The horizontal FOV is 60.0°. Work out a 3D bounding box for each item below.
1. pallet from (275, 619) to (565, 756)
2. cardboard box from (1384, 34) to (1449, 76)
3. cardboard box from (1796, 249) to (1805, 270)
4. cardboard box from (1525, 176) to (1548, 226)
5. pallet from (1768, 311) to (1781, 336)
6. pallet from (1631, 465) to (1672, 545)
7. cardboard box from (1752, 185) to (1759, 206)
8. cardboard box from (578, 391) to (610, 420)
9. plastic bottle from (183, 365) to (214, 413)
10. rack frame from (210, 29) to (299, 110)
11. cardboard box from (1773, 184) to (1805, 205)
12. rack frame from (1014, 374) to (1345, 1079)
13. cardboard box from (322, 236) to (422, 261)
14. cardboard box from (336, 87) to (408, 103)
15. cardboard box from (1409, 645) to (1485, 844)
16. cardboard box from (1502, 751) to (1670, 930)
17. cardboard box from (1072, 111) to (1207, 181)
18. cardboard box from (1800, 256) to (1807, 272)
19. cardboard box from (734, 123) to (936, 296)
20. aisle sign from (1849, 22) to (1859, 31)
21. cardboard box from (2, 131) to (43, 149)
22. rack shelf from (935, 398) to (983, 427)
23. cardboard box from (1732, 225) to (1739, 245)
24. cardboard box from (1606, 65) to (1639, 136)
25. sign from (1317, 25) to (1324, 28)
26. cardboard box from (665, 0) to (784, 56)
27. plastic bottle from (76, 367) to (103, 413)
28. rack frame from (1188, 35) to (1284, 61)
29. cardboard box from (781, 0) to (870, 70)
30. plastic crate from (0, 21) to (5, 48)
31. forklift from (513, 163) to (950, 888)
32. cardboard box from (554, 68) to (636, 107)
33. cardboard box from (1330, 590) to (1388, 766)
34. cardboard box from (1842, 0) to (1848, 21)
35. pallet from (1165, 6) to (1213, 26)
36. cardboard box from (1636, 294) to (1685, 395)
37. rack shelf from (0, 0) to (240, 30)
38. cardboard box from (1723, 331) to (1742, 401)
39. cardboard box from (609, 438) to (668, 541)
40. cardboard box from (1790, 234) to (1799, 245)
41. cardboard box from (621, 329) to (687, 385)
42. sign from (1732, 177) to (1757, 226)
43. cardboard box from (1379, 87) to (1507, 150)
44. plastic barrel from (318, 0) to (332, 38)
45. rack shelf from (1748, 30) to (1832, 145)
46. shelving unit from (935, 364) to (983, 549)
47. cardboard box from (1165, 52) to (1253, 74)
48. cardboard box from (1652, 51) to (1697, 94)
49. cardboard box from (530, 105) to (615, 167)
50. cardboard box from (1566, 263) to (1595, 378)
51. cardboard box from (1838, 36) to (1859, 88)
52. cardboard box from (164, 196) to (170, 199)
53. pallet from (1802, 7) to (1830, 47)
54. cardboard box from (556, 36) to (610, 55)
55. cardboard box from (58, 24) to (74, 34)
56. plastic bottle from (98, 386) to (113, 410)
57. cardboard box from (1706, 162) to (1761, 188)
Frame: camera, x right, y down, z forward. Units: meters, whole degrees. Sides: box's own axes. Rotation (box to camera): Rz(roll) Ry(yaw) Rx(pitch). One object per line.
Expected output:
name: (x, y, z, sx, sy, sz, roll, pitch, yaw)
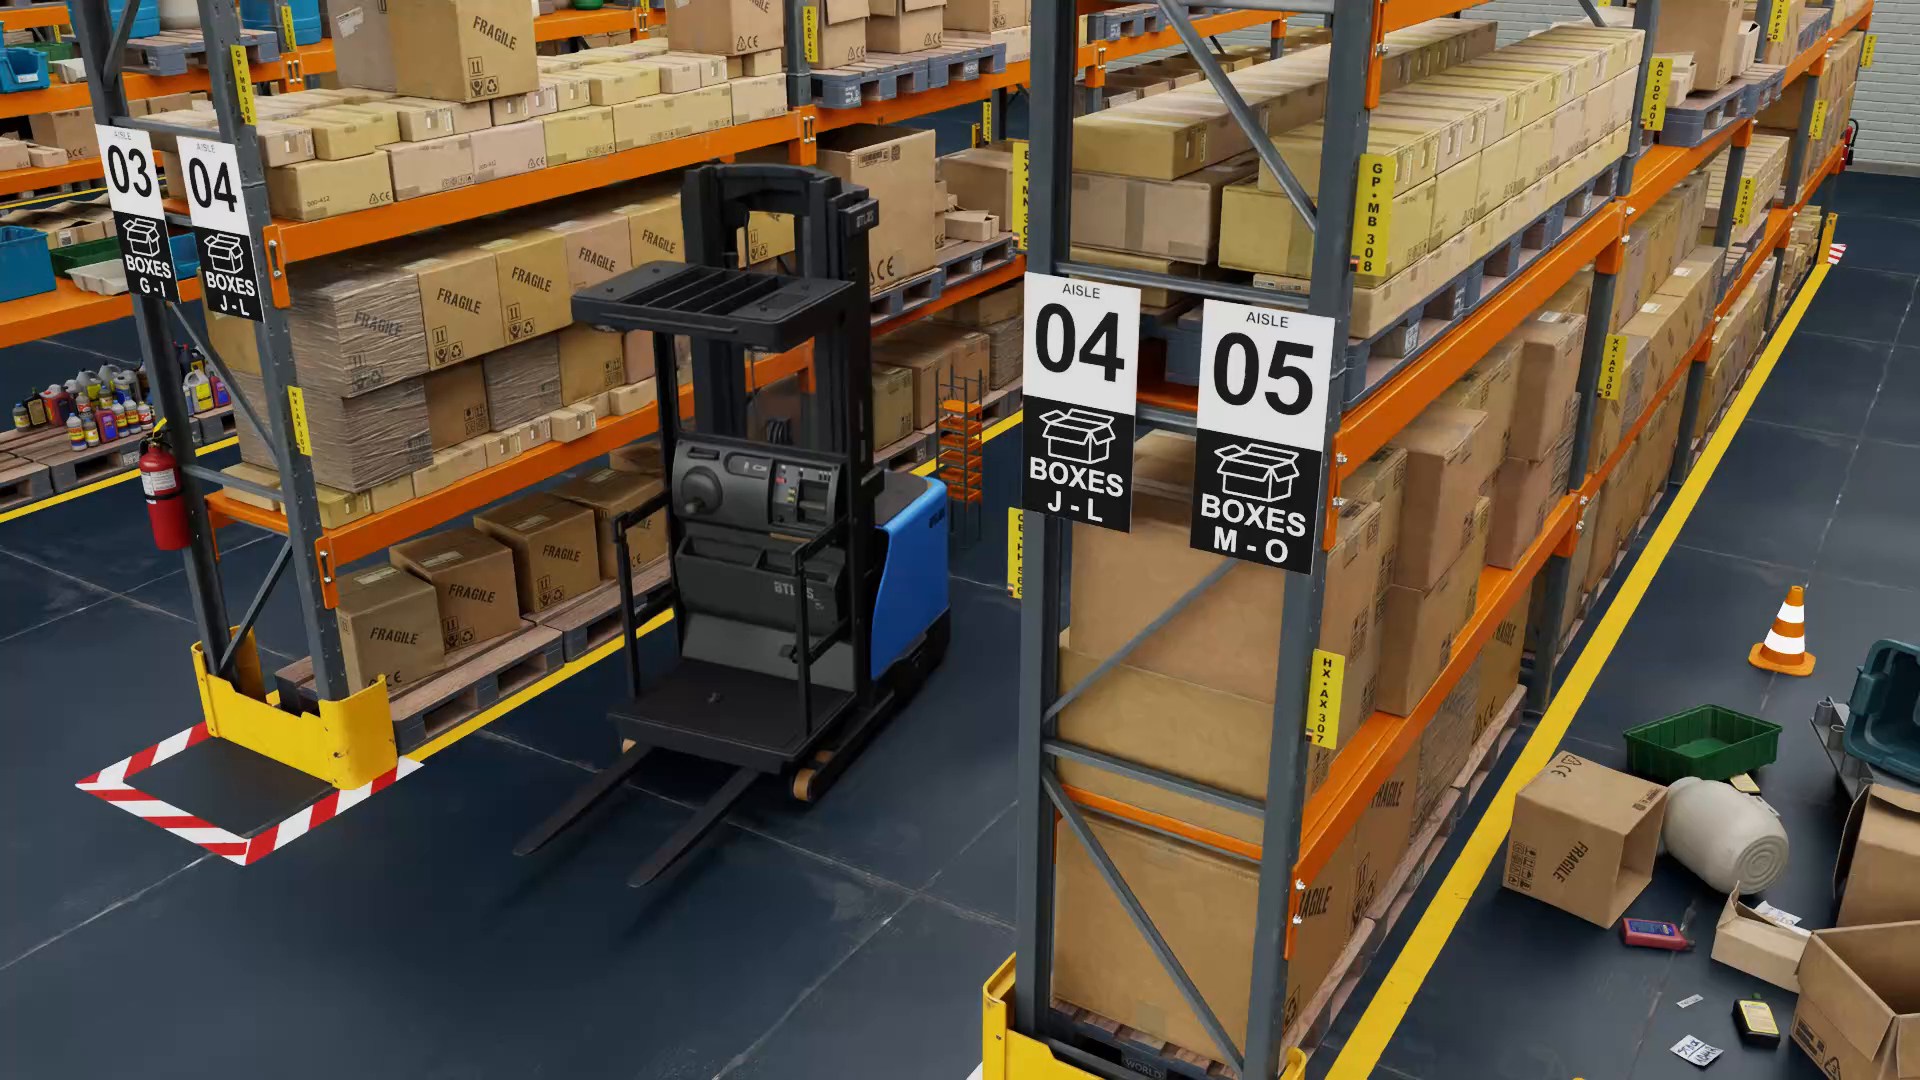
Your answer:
pallet: (-3.002, 0.723, 9.315, 1.003, 0.211, 1.213, 14, 27, 29)
cardboard box: (1.888, -2.098, 7.202, 0.380, 0.149, 0.250, 13, 27, 28)
cardboard box: (8.257, -2.839, 16.719, 0.380, 0.149, 0.250, 14, 27, 29)
cardboard box: (2.045, -1.336, 6.446, 0.380, 0.149, 0.250, 14, 27, 29)
pallet: (7.314, -2.195, 16.056, 1.003, 0.211, 1.213, 14, 27, 29)
pallet: (4.400, -0.361, 11.818, 1.003, 0.211, 1.213, 14, 27, 29)
cardboard box: (6.123, -2.753, 13.247, 0.380, 0.149, 0.250, 15, 28, 31)
cardboard box: (-2.255, -0.794, 9.624, 0.380, 0.149, 0.250, 14, 27, 29)
plastic bottle: (-5.965, -1.187, 12.997, 0.144, 0.351, 0.185, 14, 27, 29)
rack frame: (-5.598, -2.652, 13.601, 1.000, 3.000, 0.127, 14, 27, 29)
cardboard box: (7.418, -3.153, 15.073, 0.380, 0.149, 0.250, 15, 28, 31)
rack frame: (0.660, 0.809, 5.605, 1.000, 3.000, 0.127, 14, 27, 29)
cardboard box: (-3.161, -1.313, 8.749, 0.500, 0.500, 0.500, 14, 27, 29)
cardboard box: (-2.982, -2.240, 8.560, 0.380, 0.149, 0.250, 14, 27, 30)
cardboard box: (1.907, 0.744, 7.902, 0.875, 0.875, 0.875, 14, 27, 29)
cardboard box: (2.823, 1.344, 7.513, 0.500, 0.500, 0.500, 20, 30, 38)
cardboard box: (0.550, -1.242, 5.225, 0.380, 0.149, 0.250, 14, 27, 29)
cardboard box: (8.537, -2.890, 17.209, 0.380, 0.149, 0.250, 13, 26, 27)
cardboard box: (-0.852, -2.321, 11.553, 1.000, 1.000, 1.000, 14, 27, 29)
aisle sign: (9.394, -5.746, 17.475, 0.394, 0.787, 0.004, 14, 27, 29)
cardboard box: (-9.497, -3.965, 16.803, 0.396, 0.266, 0.258, 13, 27, 28)
rack shelf: (-0.008, -0.835, 10.875, 0.258, 0.103, 0.180, 14, 27, 29)
cardboard box: (5.712, -2.350, 12.691, 0.380, 0.149, 0.250, 15, 28, 31)
cardboard box: (2.729, -2.004, 7.487, 0.500, 0.250, 0.500, 14, 27, 28)
sign: (4.471, -6.217, 20.645, 0.100, 0.325, 0.005, 14, 27, 29)
cardboard box: (-1.411, -3.198, 9.955, 0.500, 0.500, 0.500, 13, 27, 27)
plastic bottle: (-6.798, -1.183, 12.988, 0.144, 0.351, 0.185, 15, 28, 31)
rack frame: (2.830, -4.315, 17.441, 1.000, 3.000, 0.127, 14, 27, 29)
cardboard box: (-1.058, -3.369, 10.822, 0.797, 0.503, 0.637, 12, 26, 26)
plastic crate: (-6.958, -3.378, 11.523, 0.392, 0.384, 0.575, 14, 27, 29)
forklift: (-1.102, -0.239, 8.112, 1.130, 2.935, 3.031, 10, 25, 21)
cardboard box: (-2.007, -2.489, 9.135, 0.380, 0.149, 0.250, 15, 28, 31)
cardboard box: (1.089, 0.415, 6.326, 0.875, 0.550, 0.550, 14, 27, 29)
cardboard box: (7.715, -4.821, 15.023, 0.500, 0.250, 0.500, 13, 27, 28)
pallet: (1.602, -4.861, 15.165, 1.003, 0.211, 1.213, 15, 28, 31)
cardboard box: (4.076, -1.218, 10.162, 0.500, 0.500, 0.500, 14, 27, 30)
rack shelf: (-8.749, -5.413, 17.108, 1.077, 0.370, 4.000, 14, 27, 29)
cardboard box: (5.999, -1.467, 13.480, 0.500, 0.500, 0.500, 13, 27, 28)
cardboard box: (-1.931, -0.339, 10.874, 0.500, 0.500, 0.500, -18, 29, -36)
cardboard box: (8.194, -2.993, 16.700, 0.380, 0.149, 0.250, 14, 27, 29)
cardboard box: (-2.152, -1.307, 9.993, 0.875, 0.500, 0.500, 14, 27, 29)
sign: (5.353, -2.307, 11.346, 0.100, 0.325, 0.005, 14, 27, 29)
cardboard box: (1.644, -1.446, 5.696, 0.380, 0.149, 0.250, 13, 27, 28)
plastic barrel: (-5.169, -4.697, 13.917, 0.600, 0.901, 0.600, 0, 23, 0)
rack shelf: (5.935, -3.612, 12.949, 1.077, 0.370, 4.000, 14, 27, 29)
shelving unit: (-0.008, -0.546, 11.000, 0.258, 1.200, 0.189, 14, 27, 29)
cardboard box: (2.500, -4.604, 16.720, 0.797, 0.503, 0.637, 13, 27, 28)
cardboard box: (3.937, -2.682, 9.408, 0.396, 0.266, 0.258, 14, 27, 29)
cardboard box: (-2.225, -2.199, 8.967, 0.500, 0.250, 0.500, 15, 27, 30)
cardboard box: (3.027, -1.215, 8.895, 0.700, 0.500, 0.500, 13, 27, 28)
cardboard box: (8.803, -4.855, 16.930, 0.500, 0.500, 0.500, 13, 27, 27)
cardboard box: (-8.299, -3.655, 18.144, 0.500, 0.311, 0.500, 14, 27, 29)
pallet: (6.574, -4.345, 13.973, 1.213, 0.211, 1.003, 14, 27, 29)
cardboard box: (-5.084, -6.553, 22.485, 0.500, 0.500, 0.500, 15, 27, 30)
cardboard box: (-11.431, -6.723, 21.535, 0.500, 0.250, 0.500, 15, 27, 30)
plastic bottle: (-6.673, -1.104, 12.994, 0.097, 0.201, 0.097, 0, 23, 0)
cardboard box: (6.115, -2.884, 13.175, 0.380, 0.149, 0.250, 13, 27, 28)
